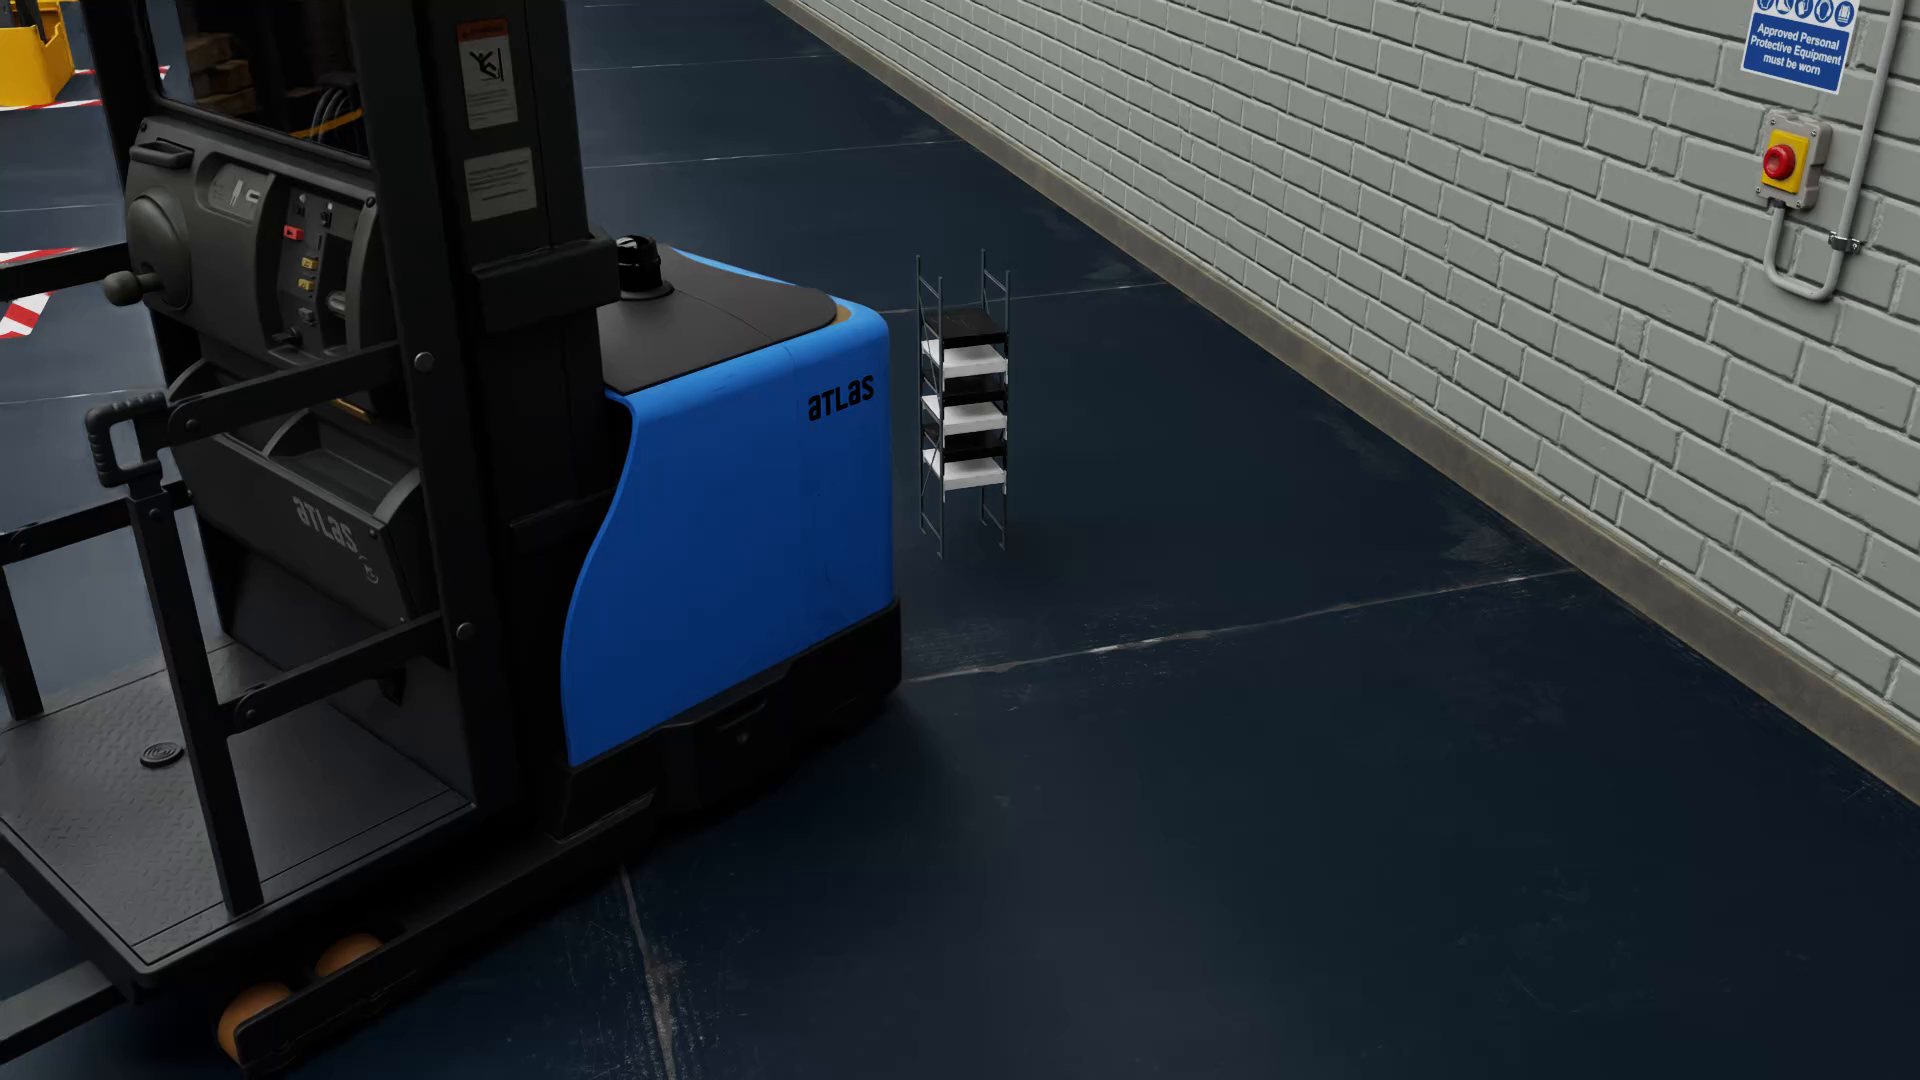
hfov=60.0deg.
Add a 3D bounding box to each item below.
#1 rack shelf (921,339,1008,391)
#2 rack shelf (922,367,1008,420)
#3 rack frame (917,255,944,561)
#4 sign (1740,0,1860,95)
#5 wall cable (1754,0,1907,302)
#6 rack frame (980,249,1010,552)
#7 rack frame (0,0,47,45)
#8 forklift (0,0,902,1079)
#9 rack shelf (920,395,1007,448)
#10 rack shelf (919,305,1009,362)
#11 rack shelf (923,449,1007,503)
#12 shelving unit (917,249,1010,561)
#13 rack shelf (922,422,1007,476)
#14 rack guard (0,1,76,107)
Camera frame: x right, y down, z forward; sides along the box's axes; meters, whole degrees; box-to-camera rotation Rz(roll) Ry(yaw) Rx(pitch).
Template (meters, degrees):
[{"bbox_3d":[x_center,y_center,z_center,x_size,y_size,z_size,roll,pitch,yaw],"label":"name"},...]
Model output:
[{"bbox_3d":[0.008,-0.536,4.987,0.200,0.077,0.258,-8,28,-16],"label":"rack shelf"},{"bbox_3d":[0.008,-0.455,5.027,0.200,0.077,0.258,-8,28,-16],"label":"rack shelf"},{"bbox_3d":[-0.089,-0.390,5.024,0.006,0.900,0.240,-8,28,-16],"label":"rack frame"},{"bbox_3d":[2.031,-1.221,4.032,0.001,0.218,0.327,-8,28,-16],"label":"sign"},{"bbox_3d":[1.987,-1.540,3.801,0.123,1.953,0.585,-8,28,-16],"label":"wall cable"},{"bbox_3d":[0.104,-0.418,5.080,0.006,0.900,0.240,-8,28,-16],"label":"rack frame"},{"bbox_3d":[-6.436,-4.475,10.890,0.127,3.000,1.000,-8,28,-16],"label":"rack frame"},{"bbox_3d":[-1.512,-0.547,3.056,1.130,2.935,3.031,22,34,37],"label":"forklift"},{"bbox_3d":[0.008,-0.374,5.067,0.200,0.077,0.258,-8,28,-16],"label":"rack shelf"},{"bbox_3d":[0.008,-0.616,4.947,0.200,0.077,0.258,-8,28,-16],"label":"rack shelf"},{"bbox_3d":[0.008,-0.213,5.147,0.200,0.077,0.258,-8,28,-16],"label":"rack shelf"},{"bbox_3d":[0.008,-0.404,5.052,0.210,0.900,0.258,-8,28,-16],"label":"shelving unit"},{"bbox_3d":[0.008,-0.294,5.107,0.200,0.077,0.258,-8,28,-16],"label":"rack shelf"},{"bbox_3d":[-6.413,-3.358,11.453,0.348,0.500,1.175,-8,28,-16],"label":"rack guard"}]
